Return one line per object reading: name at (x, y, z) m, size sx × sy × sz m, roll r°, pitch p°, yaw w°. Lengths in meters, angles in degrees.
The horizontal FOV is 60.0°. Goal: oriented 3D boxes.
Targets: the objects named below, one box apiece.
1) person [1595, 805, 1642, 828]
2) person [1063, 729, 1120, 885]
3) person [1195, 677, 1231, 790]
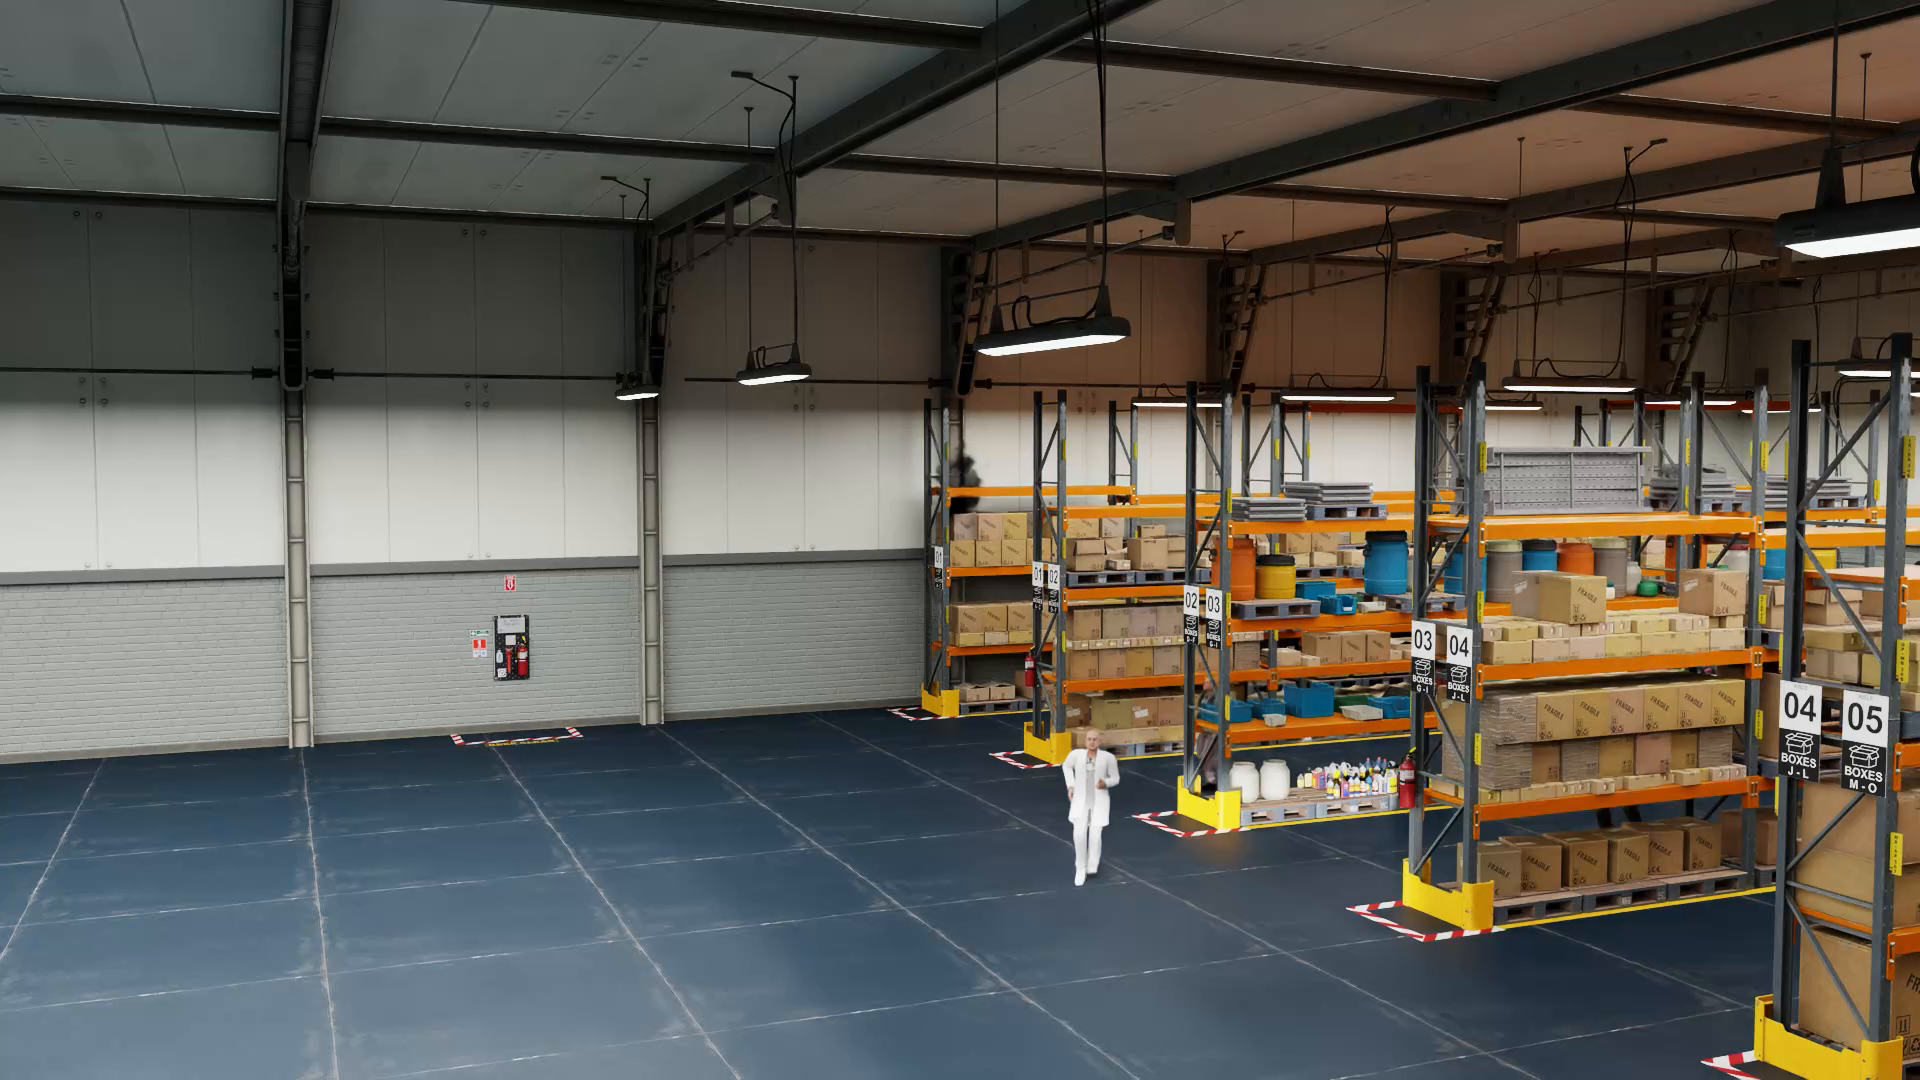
person at (8.336, 3.047, 20.987) m, size 0.829 × 1.845 × 0.675 m, roll -2°, pitch 4°, yaw -33°
person at (1.537, 3.137, 19.555) m, size 0.680 × 1.832 × 0.824 m, roll 0°, pitch 3°, yaw 6°
person at (3.710, 2.865, 24.704) m, size 0.581 × 1.684 × 0.678 m, roll -2°, pitch 4°, yaw -30°
